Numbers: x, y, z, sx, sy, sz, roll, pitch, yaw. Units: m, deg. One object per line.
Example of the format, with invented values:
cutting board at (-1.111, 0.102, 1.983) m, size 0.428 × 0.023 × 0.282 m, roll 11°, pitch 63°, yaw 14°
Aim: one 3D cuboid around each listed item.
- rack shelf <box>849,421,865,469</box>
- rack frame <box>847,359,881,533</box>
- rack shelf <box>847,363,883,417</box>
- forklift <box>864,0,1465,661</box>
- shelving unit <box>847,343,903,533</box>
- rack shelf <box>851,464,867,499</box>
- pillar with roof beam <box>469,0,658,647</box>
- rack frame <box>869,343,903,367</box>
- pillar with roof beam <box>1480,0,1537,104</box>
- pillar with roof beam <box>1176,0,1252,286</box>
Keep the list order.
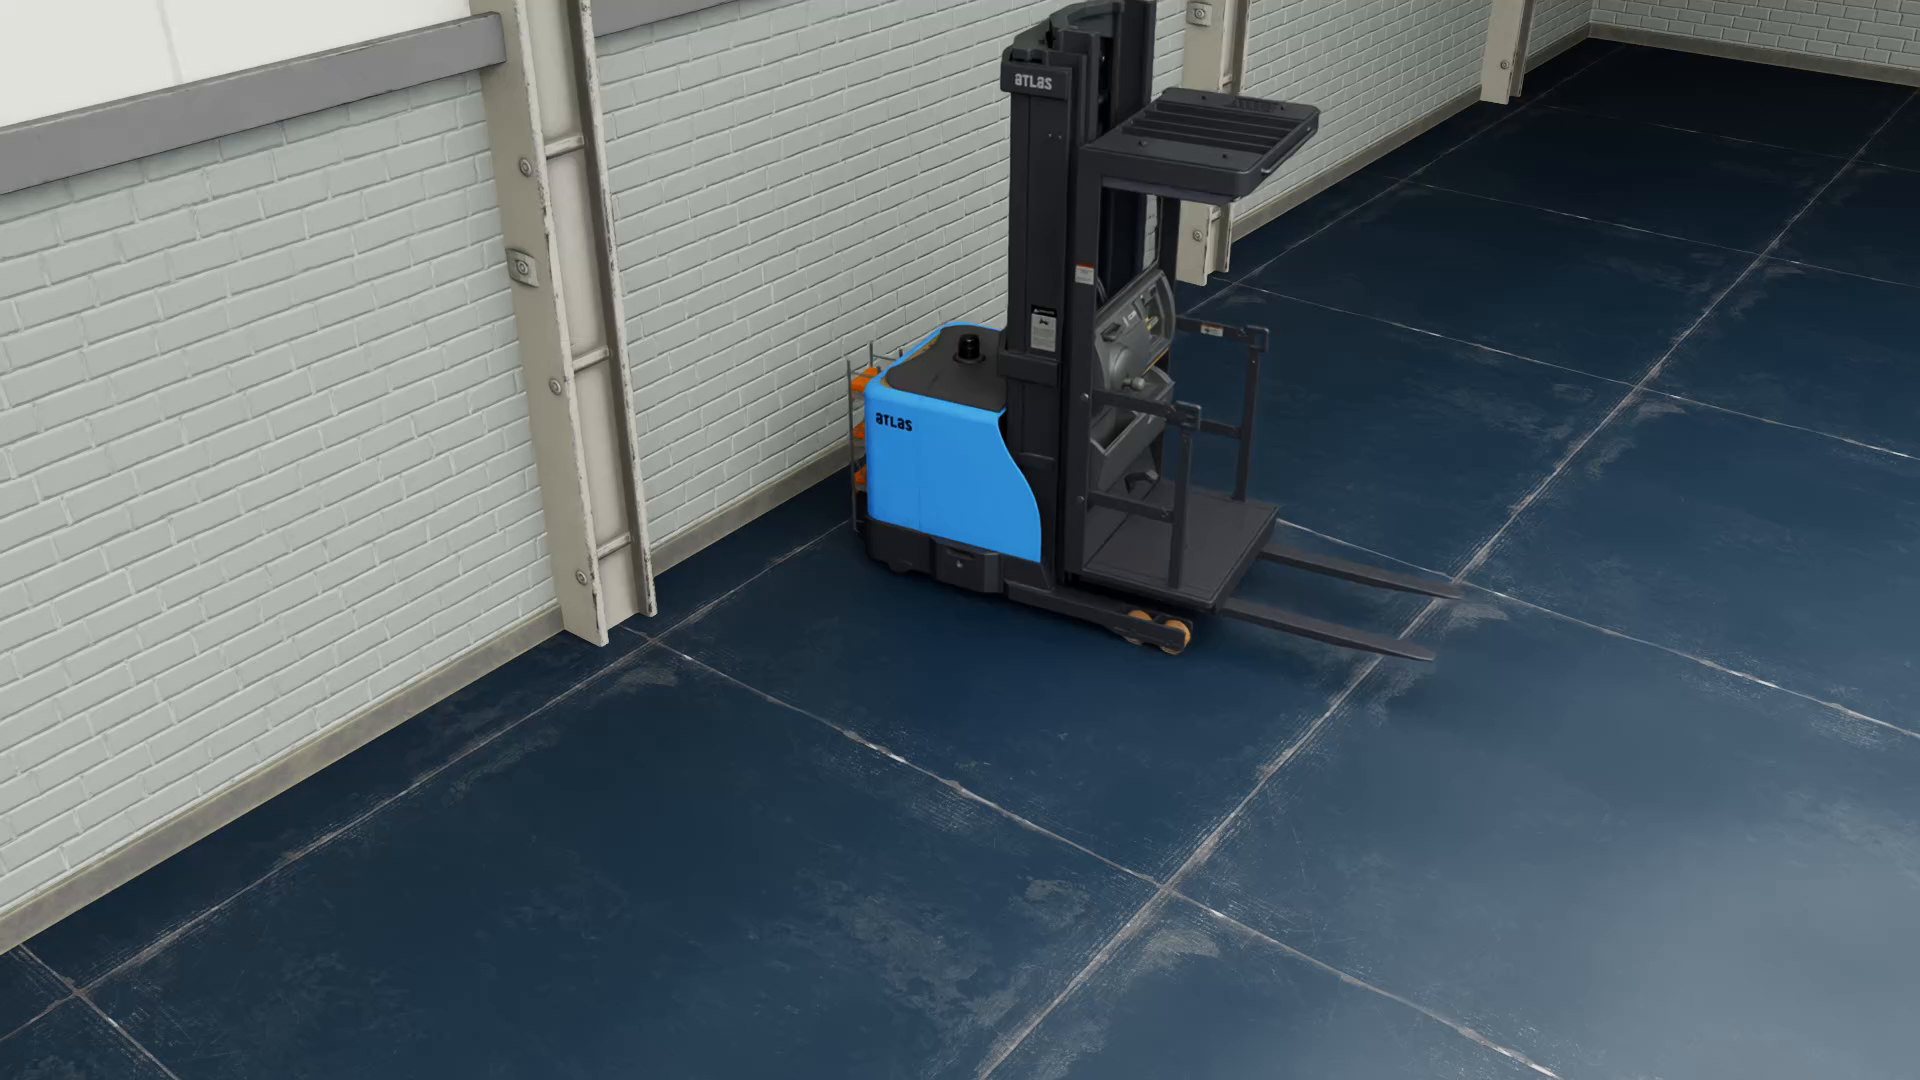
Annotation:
rack shelf at (-0.453, -0.528, 9.132) m, size 0.215 × 0.259 × 0.240 m, roll 14°, pitch 33°, yaw 22°
rack frame at (-0.507, -0.481, 9.032) m, size 0.200 × 1.050 × 0.008 m, roll 14°, pitch 33°, yaw 22°
rack shelf at (-0.453, -0.772, 8.987) m, size 0.215 × 0.259 × 0.240 m, roll 14°, pitch 33°, yaw 22°
forklift at (1.040, -1.004, 8.069) m, size 3.031 × 2.935 × 1.130 m, roll 15°, pitch 34°, yaw 23°
shelving unit at (-0.453, -0.537, 9.126) m, size 0.215 × 1.050 × 0.252 m, roll 14°, pitch 33°, yaw 22°
rack shelf at (-0.453, -0.289, 9.273) m, size 0.215 × 0.259 × 0.240 m, roll 14°, pitch 33°, yaw 22°
pillar with roof beam at (1.628, -2.137, 4.030) m, size 9.100 × 9.000 × 0.400 m, roll 21°, pitch 37°, yaw 31°
rack frame at (-0.399, -0.593, 9.220) m, size 0.200 × 1.050 × 0.008 m, roll 14°, pitch 33°, yaw 22°
pillar with roof beam at (8.872, -7.015, 12.260) m, size 9.100 × 9.000 × 0.400 m, roll 21°, pitch 37°, yaw 31°
pillar with roof beam at (5.250, -4.576, 8.145) m, size 9.100 × 9.000 × 0.400 m, roll 21°, pitch 37°, yaw 31°
